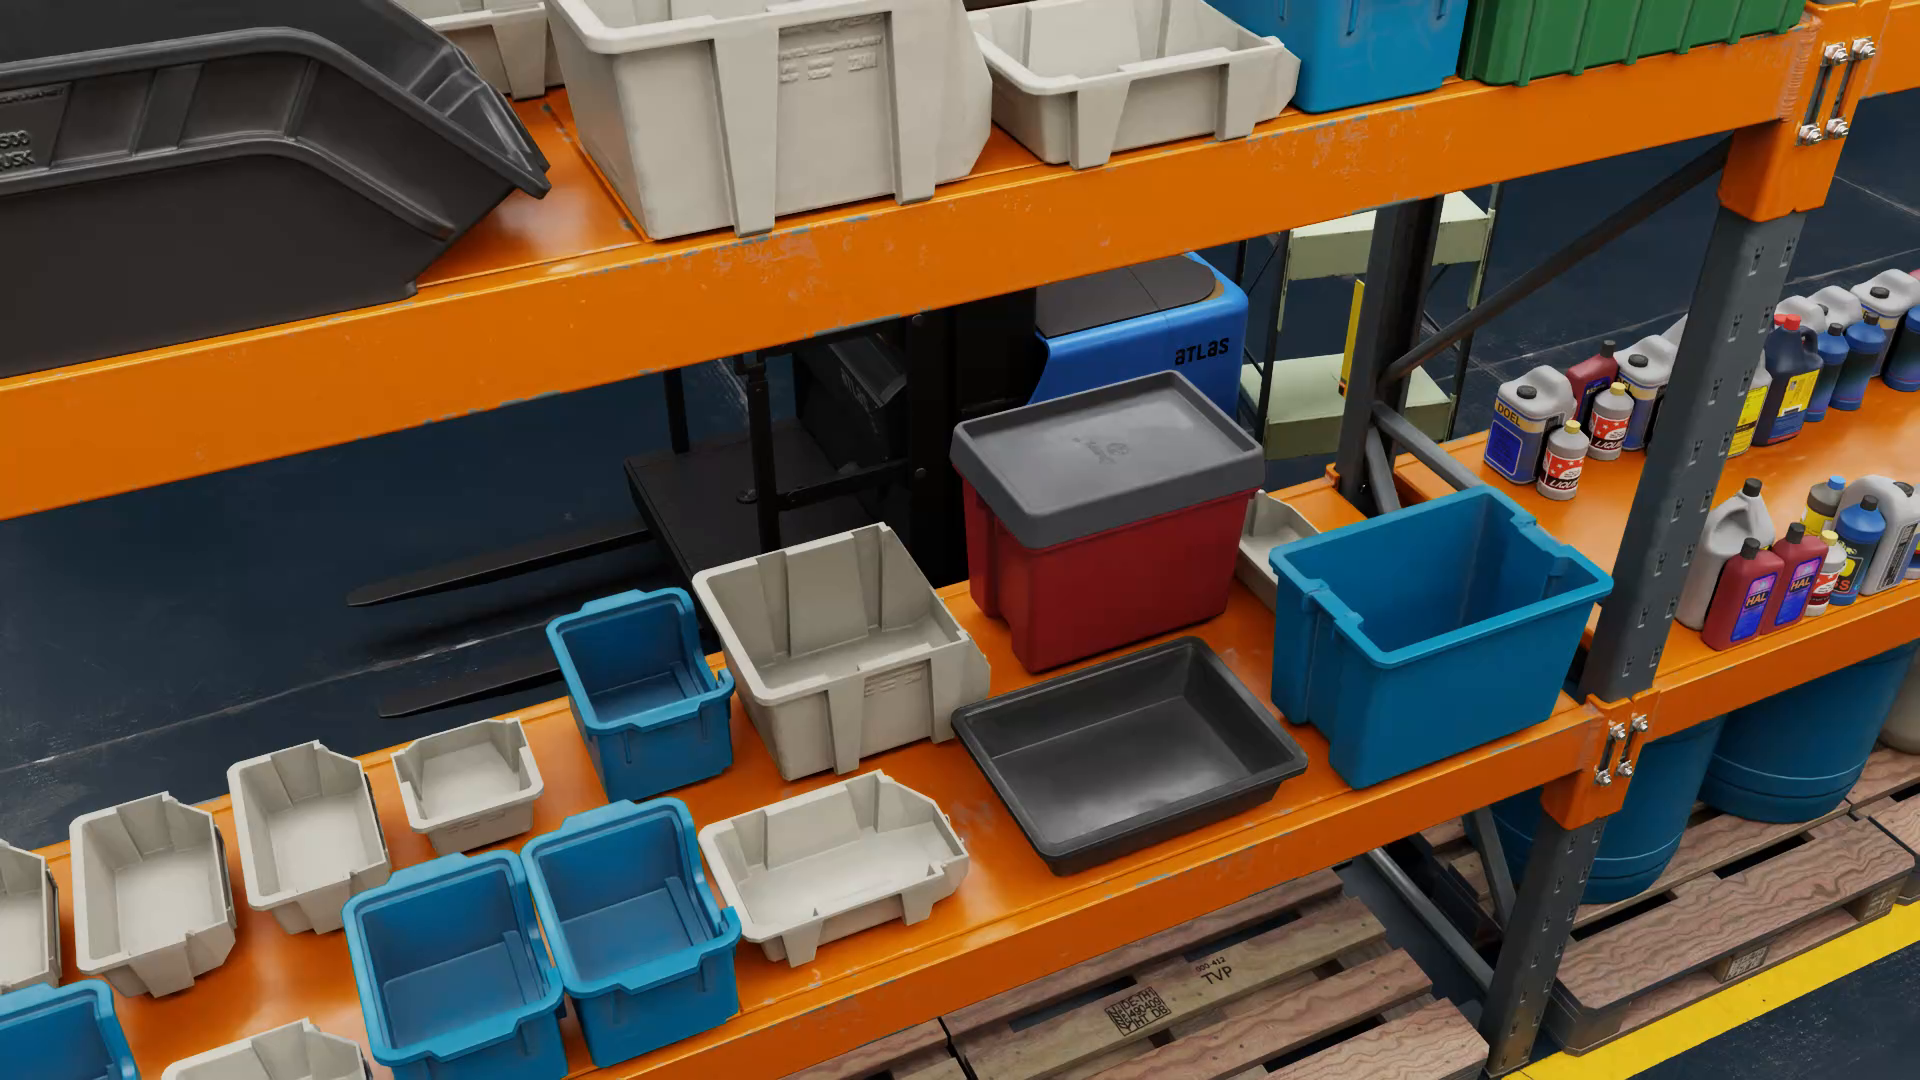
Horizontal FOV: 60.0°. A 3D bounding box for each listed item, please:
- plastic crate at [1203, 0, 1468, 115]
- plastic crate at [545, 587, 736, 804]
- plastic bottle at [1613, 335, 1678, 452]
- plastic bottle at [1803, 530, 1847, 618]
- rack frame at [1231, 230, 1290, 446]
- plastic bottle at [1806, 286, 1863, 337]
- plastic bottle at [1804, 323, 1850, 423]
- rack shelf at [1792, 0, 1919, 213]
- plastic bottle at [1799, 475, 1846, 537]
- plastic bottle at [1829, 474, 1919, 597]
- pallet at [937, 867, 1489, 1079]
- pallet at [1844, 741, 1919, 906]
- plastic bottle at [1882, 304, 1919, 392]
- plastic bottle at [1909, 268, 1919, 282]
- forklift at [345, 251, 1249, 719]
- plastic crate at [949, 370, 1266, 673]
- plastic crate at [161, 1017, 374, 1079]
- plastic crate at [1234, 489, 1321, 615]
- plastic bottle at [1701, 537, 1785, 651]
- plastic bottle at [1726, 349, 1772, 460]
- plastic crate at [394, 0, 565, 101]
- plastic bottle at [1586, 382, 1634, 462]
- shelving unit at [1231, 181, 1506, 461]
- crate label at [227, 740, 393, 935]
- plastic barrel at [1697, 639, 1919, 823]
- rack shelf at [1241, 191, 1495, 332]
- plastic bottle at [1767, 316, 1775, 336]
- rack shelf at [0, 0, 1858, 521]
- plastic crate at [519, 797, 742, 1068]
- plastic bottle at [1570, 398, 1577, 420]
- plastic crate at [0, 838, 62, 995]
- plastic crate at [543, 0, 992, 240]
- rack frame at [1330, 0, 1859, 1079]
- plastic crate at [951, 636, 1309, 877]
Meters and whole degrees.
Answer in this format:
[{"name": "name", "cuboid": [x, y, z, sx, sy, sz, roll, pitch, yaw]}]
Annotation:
[{"name": "plastic crate", "cuboid": [0.541, -0.810, 2.447, 0.300, 0.233, 0.416, -16, 39, -20]}, {"name": "plastic crate", "cuboid": [-0.642, 0.322, 3.388, 0.300, 0.233, 0.416, -16, 39, -20]}, {"name": "plastic bottle", "cuboid": [1.779, -0.392, 4.365, 0.135, 0.276, 0.152, -16, 39, -20]}, {"name": "plastic bottle", "cuboid": [1.960, 0.069, 3.806, 0.097, 0.201, 0.097, 0, 37, 0]}, {"name": "rack frame", "cuboid": [1.018, -0.655, 5.874, 0.023, 1.500, 0.400, -7, 37, -10]}, {"name": "plastic bottle", "cuboid": [2.358, -0.554, 4.583, 0.135, 0.276, 0.152, -16, 39, -20]}, {"name": "plastic bottle", "cuboid": [2.306, -0.455, 4.454, 0.097, 0.271, 0.097, 0, 37, 0]}, {"name": "rack shelf", "cuboid": [3.040, -1.497, 3.837, 4.000, 0.370, 1.077, -16, 39, -20]}, {"name": "plastic bottle", "cuboid": [2.072, -0.062, 3.983, 0.097, 0.201, 0.097, 0, 37, 0]}, {"name": "plastic bottle", "cuboid": [2.141, -0.030, 3.877, 0.135, 0.276, 0.152, -16, 39, -20]}, {"name": "pallet", "cuboid": [0.580, 1.252, 4.385, 1.213, 0.211, 1.003, -16, 39, -20]}, {"name": "pallet", "cuboid": [3.051, 0.561, 5.317, 1.213, 0.211, 1.003, -16, 39, -20]}, {"name": "plastic bottle", "cuboid": [2.638, -0.548, 4.579, 0.097, 0.271, 0.097, 0, 37, 0]}, {"name": "plastic bottle", "cuboid": [2.758, -0.699, 4.772, 0.133, 0.283, 0.061, -16, 39, -20]}, {"name": "forklift", "cuboid": [-0.569, -1.016, 5.160, 3.031, 2.935, 1.130, -16, 39, -20]}, {"name": "plastic crate", "cuboid": [0.314, -0.034, 3.674, 0.583, 0.464, 0.402, -16, 39, -20]}, {"name": "plastic crate", "cuboid": [-1.089, 0.926, 2.655, 0.298, 0.136, 0.250, -16, 39, -20]}, {"name": "plastic crate", "cuboid": [0.747, 0.047, 3.839, 0.243, 0.136, 0.396, -16, 39, -20]}, {"name": "plastic bottle", "cuboid": [1.742, 0.109, 3.683, 0.133, 0.283, 0.061, -16, 39, -20]}, {"name": "plastic bottle", "cuboid": [1.984, -0.387, 4.295, 0.185, 0.351, 0.144, -16, 39, -20]}, {"name": "plastic crate", "cuboid": [-0.627, -0.819, 2.539, 0.530, 0.136, 0.437, -16, 39, -20]}, {"name": "plastic bottle", "cuboid": [1.689, -0.315, 4.323, 0.097, 0.201, 0.097, 0, 37, 0]}, {"name": "shelving unit", "cuboid": [1.375, -0.701, 5.936, 0.755, 1.500, 0.431, -7, 37, -10]}, {"name": "crate label", "cuboid": [-1.220, 0.566, 3.140, 0.243, 0.136, 0.396, -16, 39, -20]}, {"name": "plastic barrel", "cuboid": [2.370, 0.291, 4.749, 0.708, 0.901, 0.600, -16, 39, -20]}, {"name": "rack shelf", "cuboid": [1.375, -1.014, 5.703, 0.720, 0.370, 0.431, -7, 37, -10]}, {"name": "plastic bottle", "cuboid": [2.090, -0.511, 4.463, 0.185, 0.351, 0.144, -16, 39, -20]}, {"name": "rack shelf", "cuboid": [-0.581, -0.485, 2.472, 4.000, 0.370, 1.077, -16, 39, -20]}, {"name": "plastic crate", "cuboid": [-0.565, 0.686, 2.897, 0.300, 0.233, 0.416, -16, 39, -20]}, {"name": "plastic bottle", "cuboid": [1.542, -0.314, 4.322, 0.097, 0.201, 0.097, 0, 37, 0]}, {"name": "plastic crate", "cuboid": [-1.730, 0.715, 2.939, 0.243, 0.136, 0.396, -16, 39, -20]}, {"name": "plastic crate", "cuboid": [-0.254, -0.615, 2.142, 0.530, 0.282, 0.437, -16, 39, -20]}, {"name": "rack frame", "cuboid": [1.229, -0.075, 3.834, 0.127, 3.000, 1.000, -16, 39, -20]}, {"name": "plastic crate", "cuboid": [0.330, 0.439, 3.320, 0.590, 0.125, 0.437, -16, 39, -20]}]
